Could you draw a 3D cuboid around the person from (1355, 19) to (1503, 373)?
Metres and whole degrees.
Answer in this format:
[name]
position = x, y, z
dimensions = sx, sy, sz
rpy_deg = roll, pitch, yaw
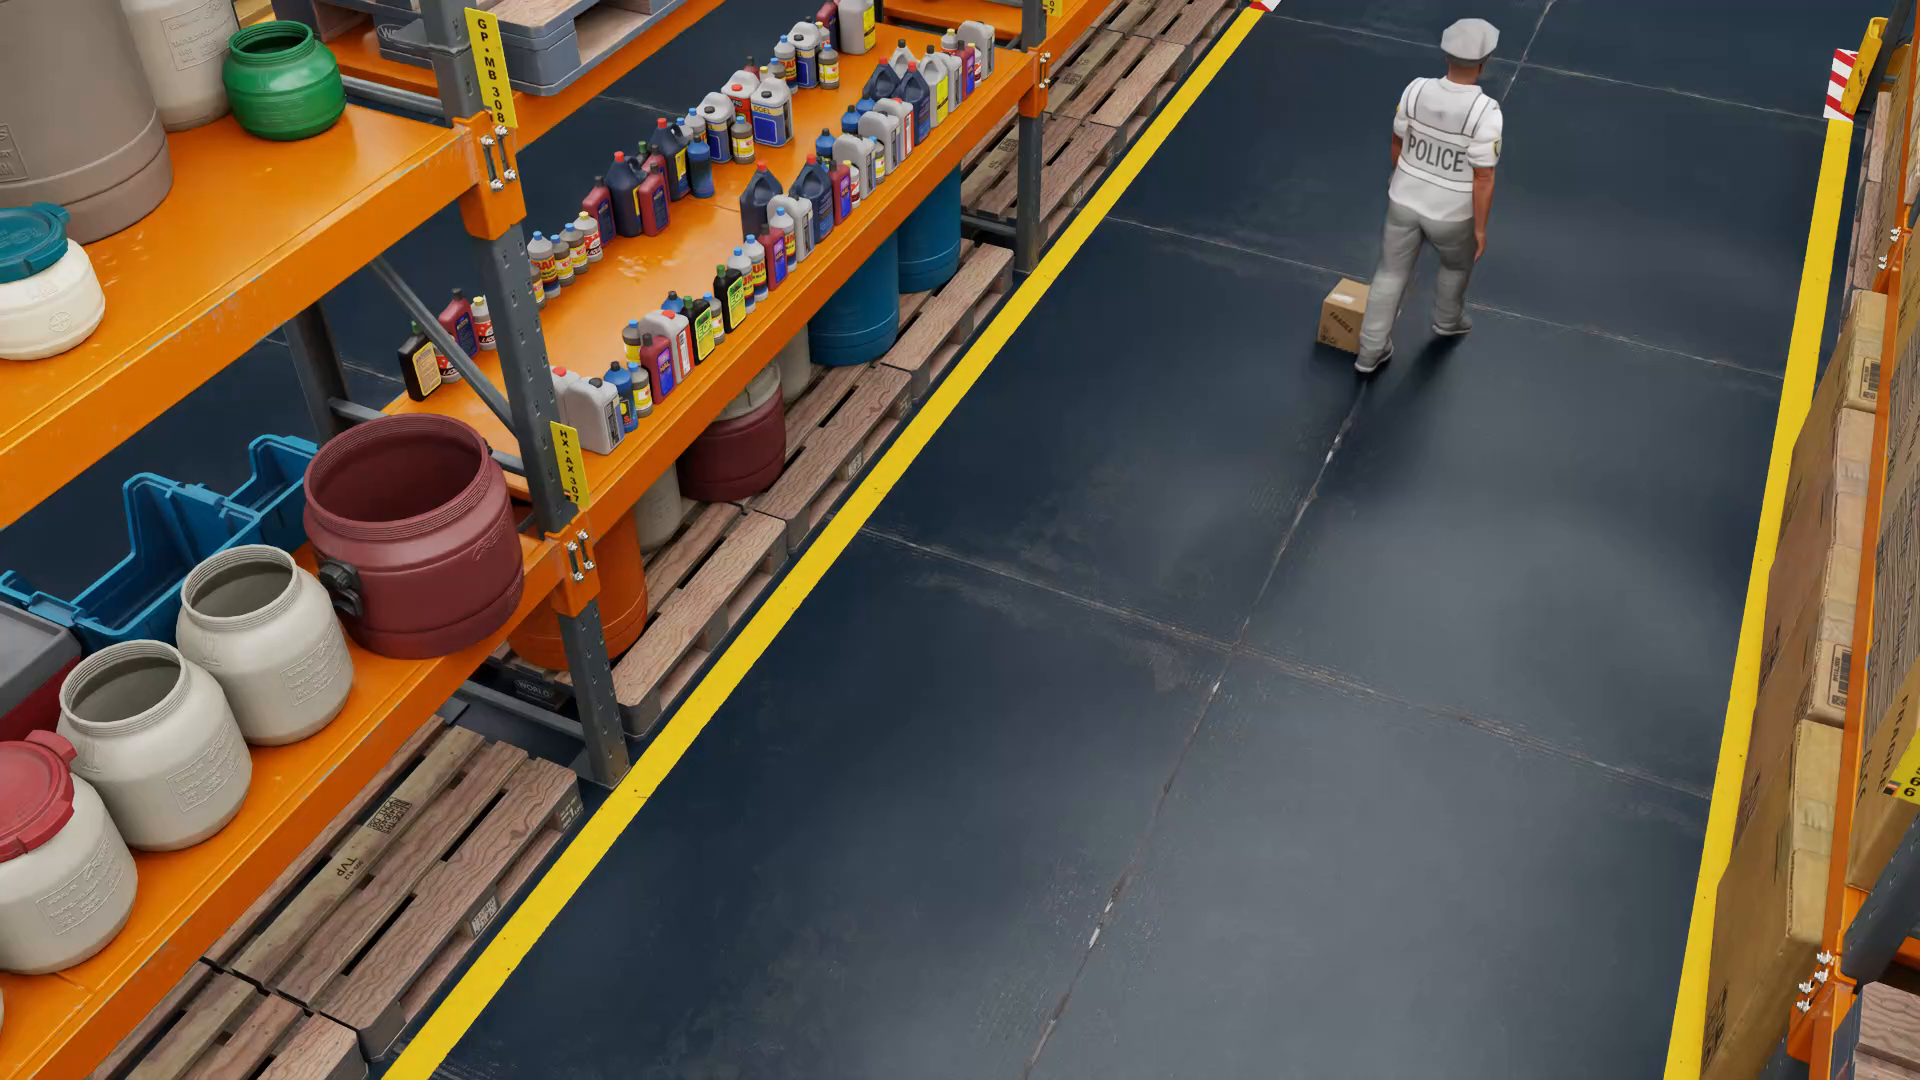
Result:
[person]
position = 2.325, -1.644, 7.997
dimensions = 0.607, 1.781, 0.864
rpy_deg = 27, 48, 27
